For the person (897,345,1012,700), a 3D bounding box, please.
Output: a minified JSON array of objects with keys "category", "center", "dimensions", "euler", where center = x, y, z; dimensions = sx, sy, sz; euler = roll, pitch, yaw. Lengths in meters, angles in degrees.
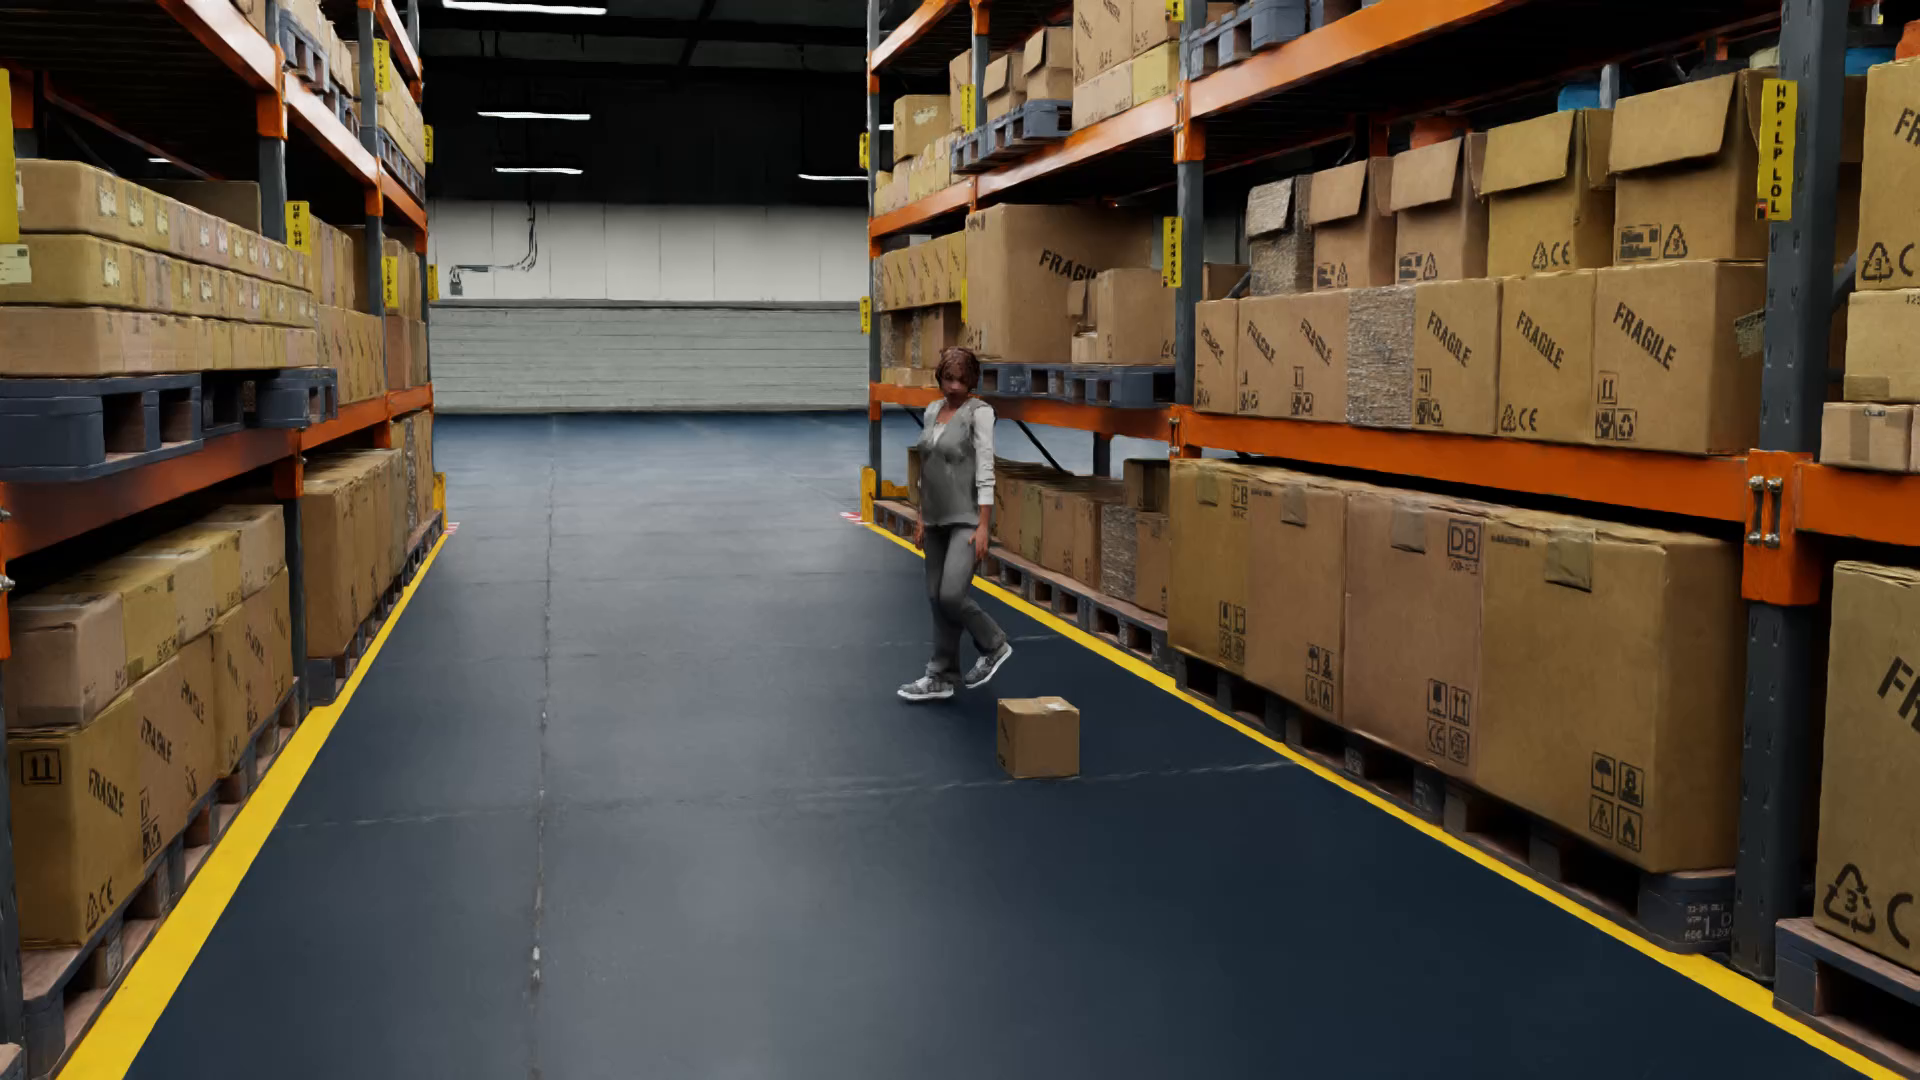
[{"category":"person","center":[0.011,-0.058,7.331],"dimensions":[0.439,1.573,0.511],"euler":[-6,8,-41]}]
